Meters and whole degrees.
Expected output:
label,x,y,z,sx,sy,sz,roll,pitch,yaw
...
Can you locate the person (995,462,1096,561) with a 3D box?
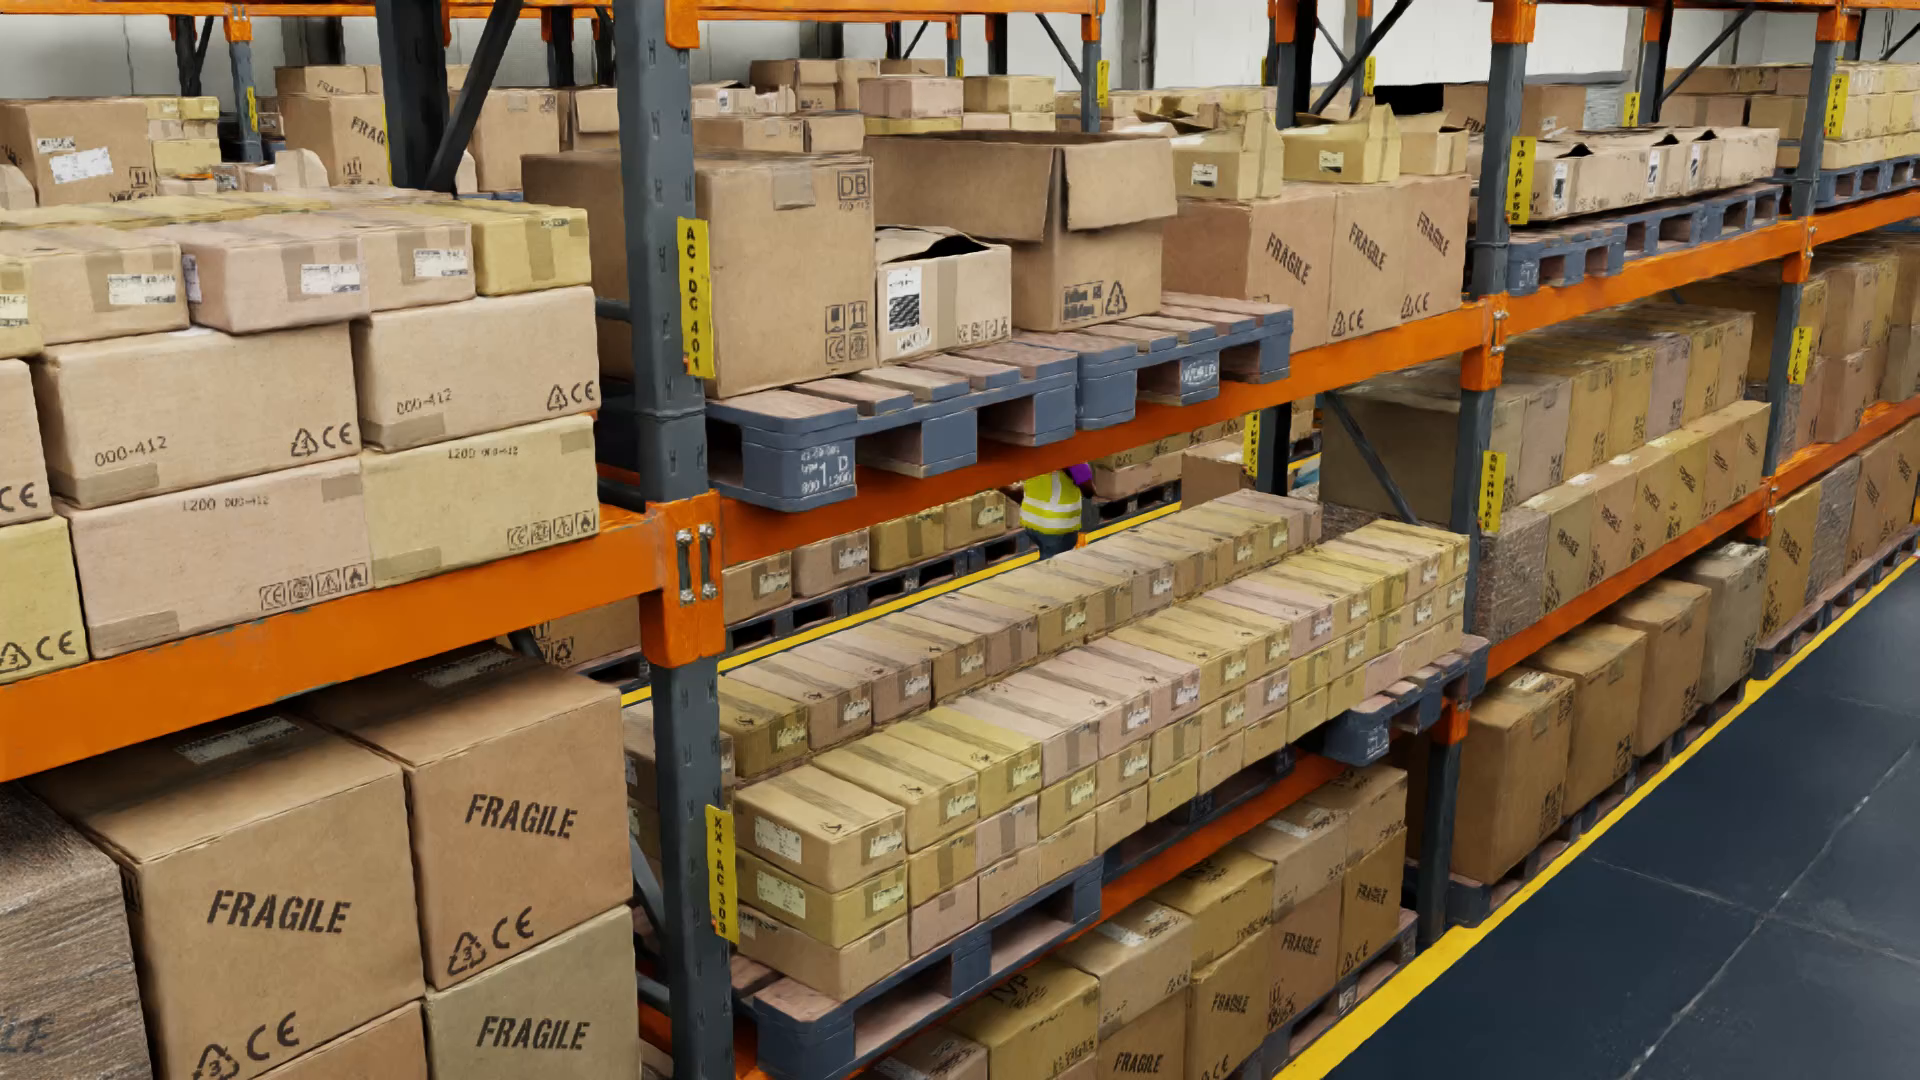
label,x,y,z,sx,sy,sz,roll,pitch,yaw
person,0.660,-0.124,10.584,0.861,1.725,0.698,-13,21,-36
